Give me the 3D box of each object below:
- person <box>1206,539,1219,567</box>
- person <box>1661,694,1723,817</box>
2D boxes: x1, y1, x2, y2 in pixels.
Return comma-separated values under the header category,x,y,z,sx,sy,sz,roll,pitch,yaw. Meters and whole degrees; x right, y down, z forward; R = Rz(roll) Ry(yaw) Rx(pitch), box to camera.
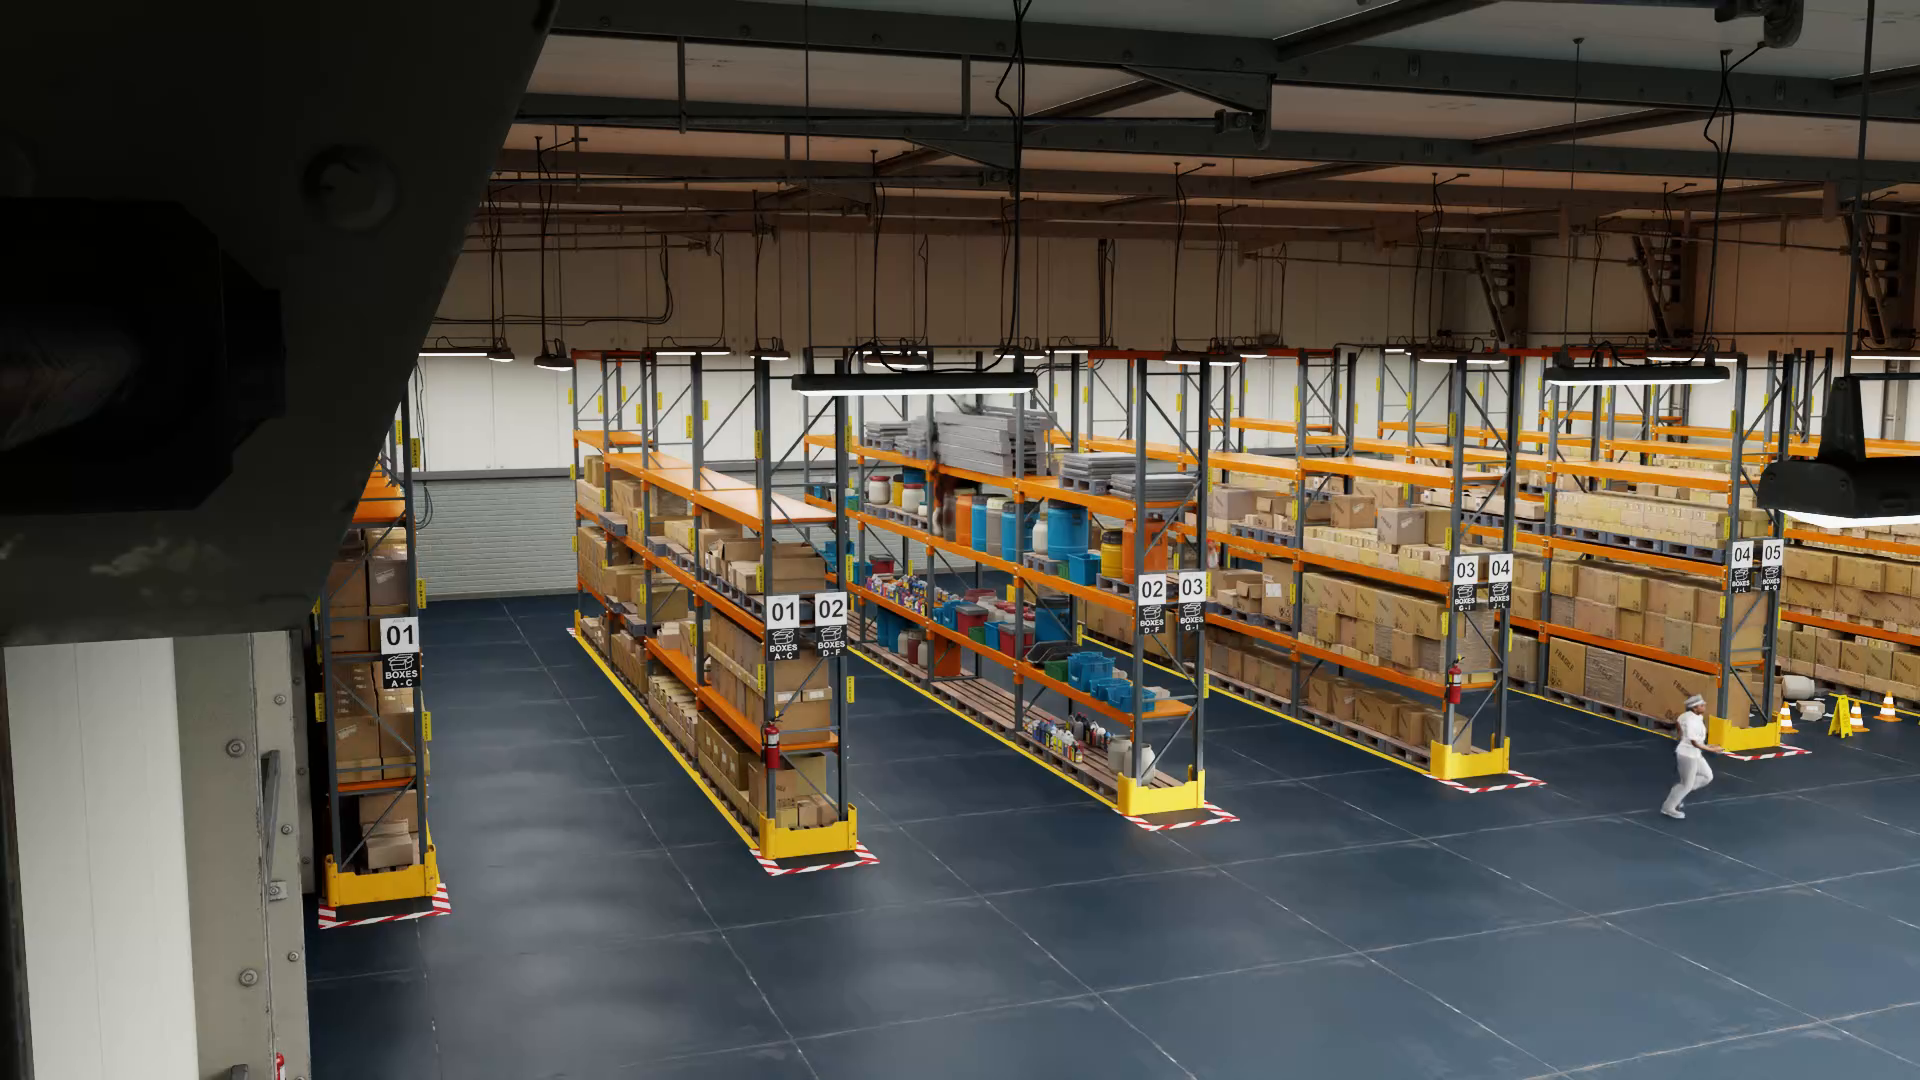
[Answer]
category,x,y,z,sx,sy,sz,roll,pitch,yaw
person,5.682,0.793,37.658,0.661,1.731,0.633,-3,8,-25
person,9.599,2.812,21.776,0.698,1.652,0.600,3,8,25
